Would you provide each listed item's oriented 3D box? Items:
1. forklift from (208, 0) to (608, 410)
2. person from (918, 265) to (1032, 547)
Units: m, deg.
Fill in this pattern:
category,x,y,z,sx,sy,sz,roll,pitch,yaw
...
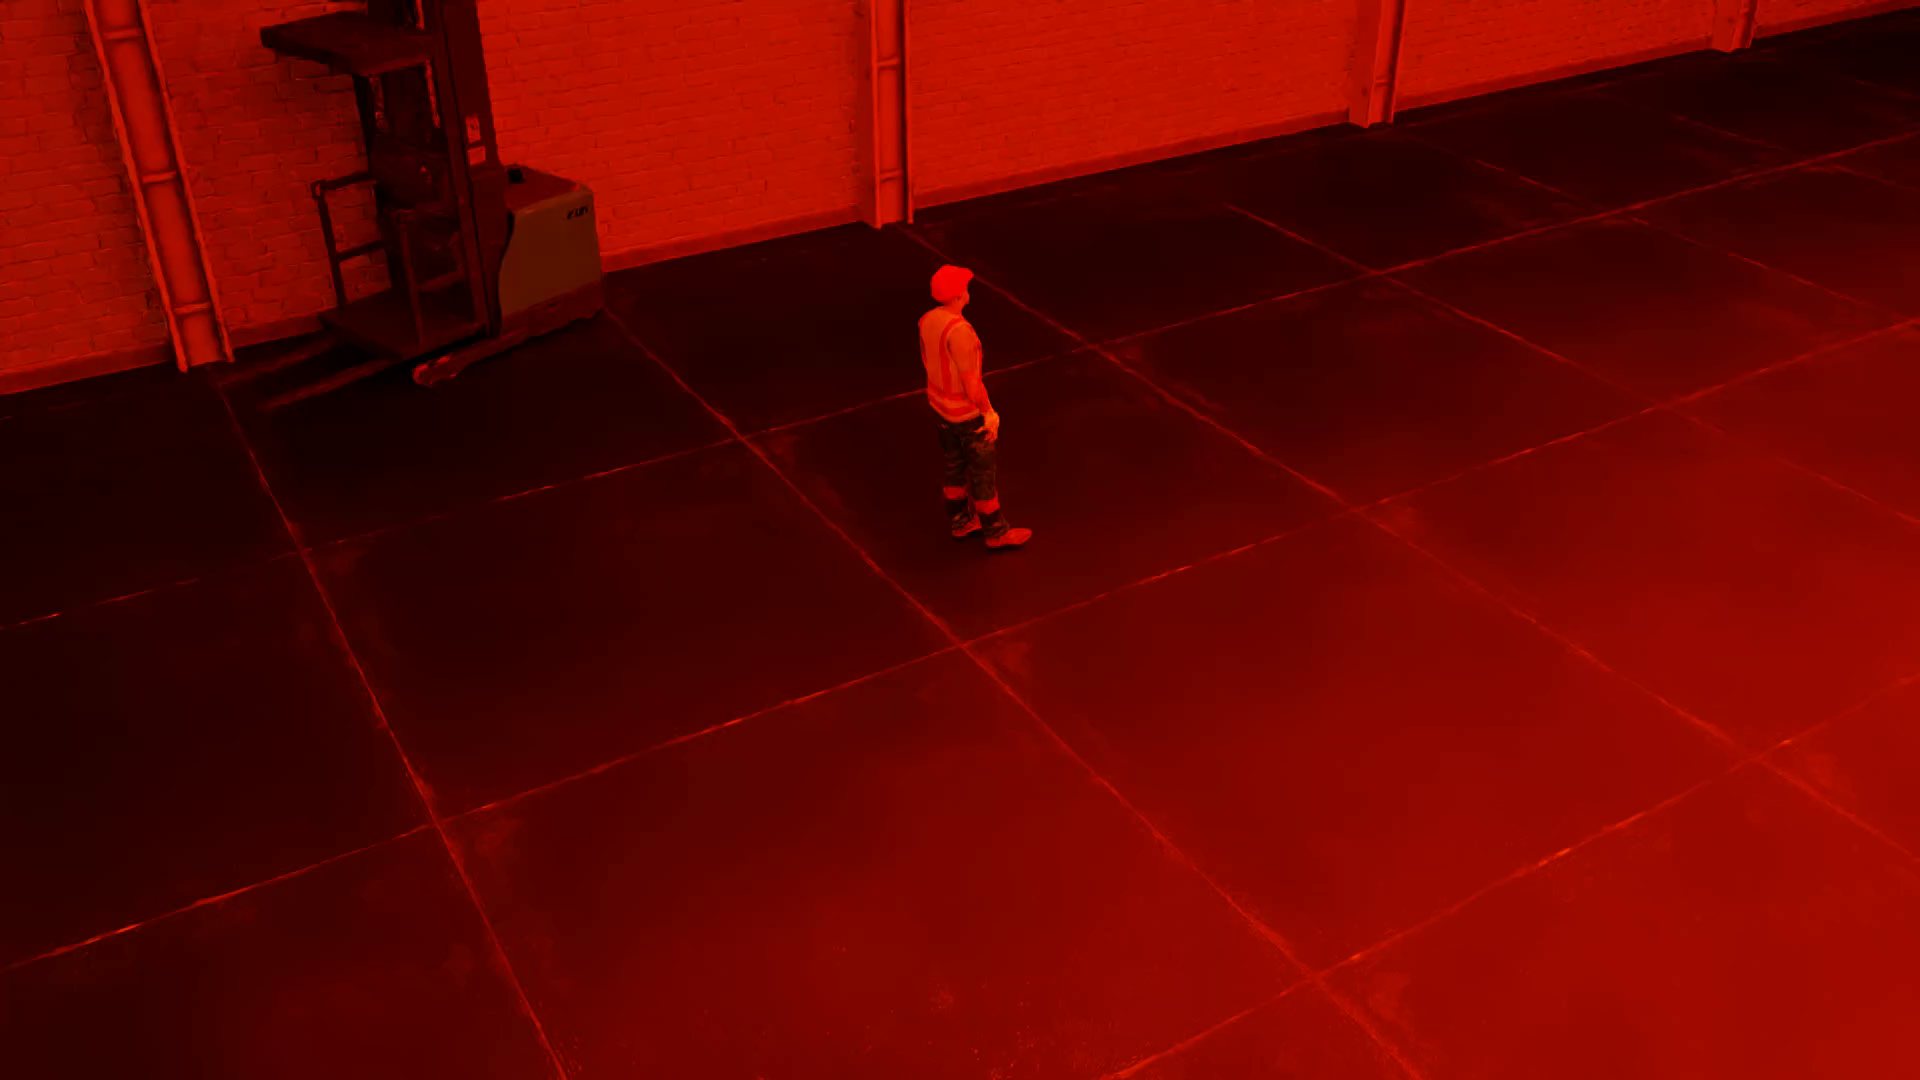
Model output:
category,x,y,z,sx,sy,sz,roll,pitch,yaw
forklift,-4.192,-2.686,12.133,1.130,2.935,3.031,23,38,33
person,0.074,-0.824,10.044,0.563,1.787,0.637,-17,35,-26
